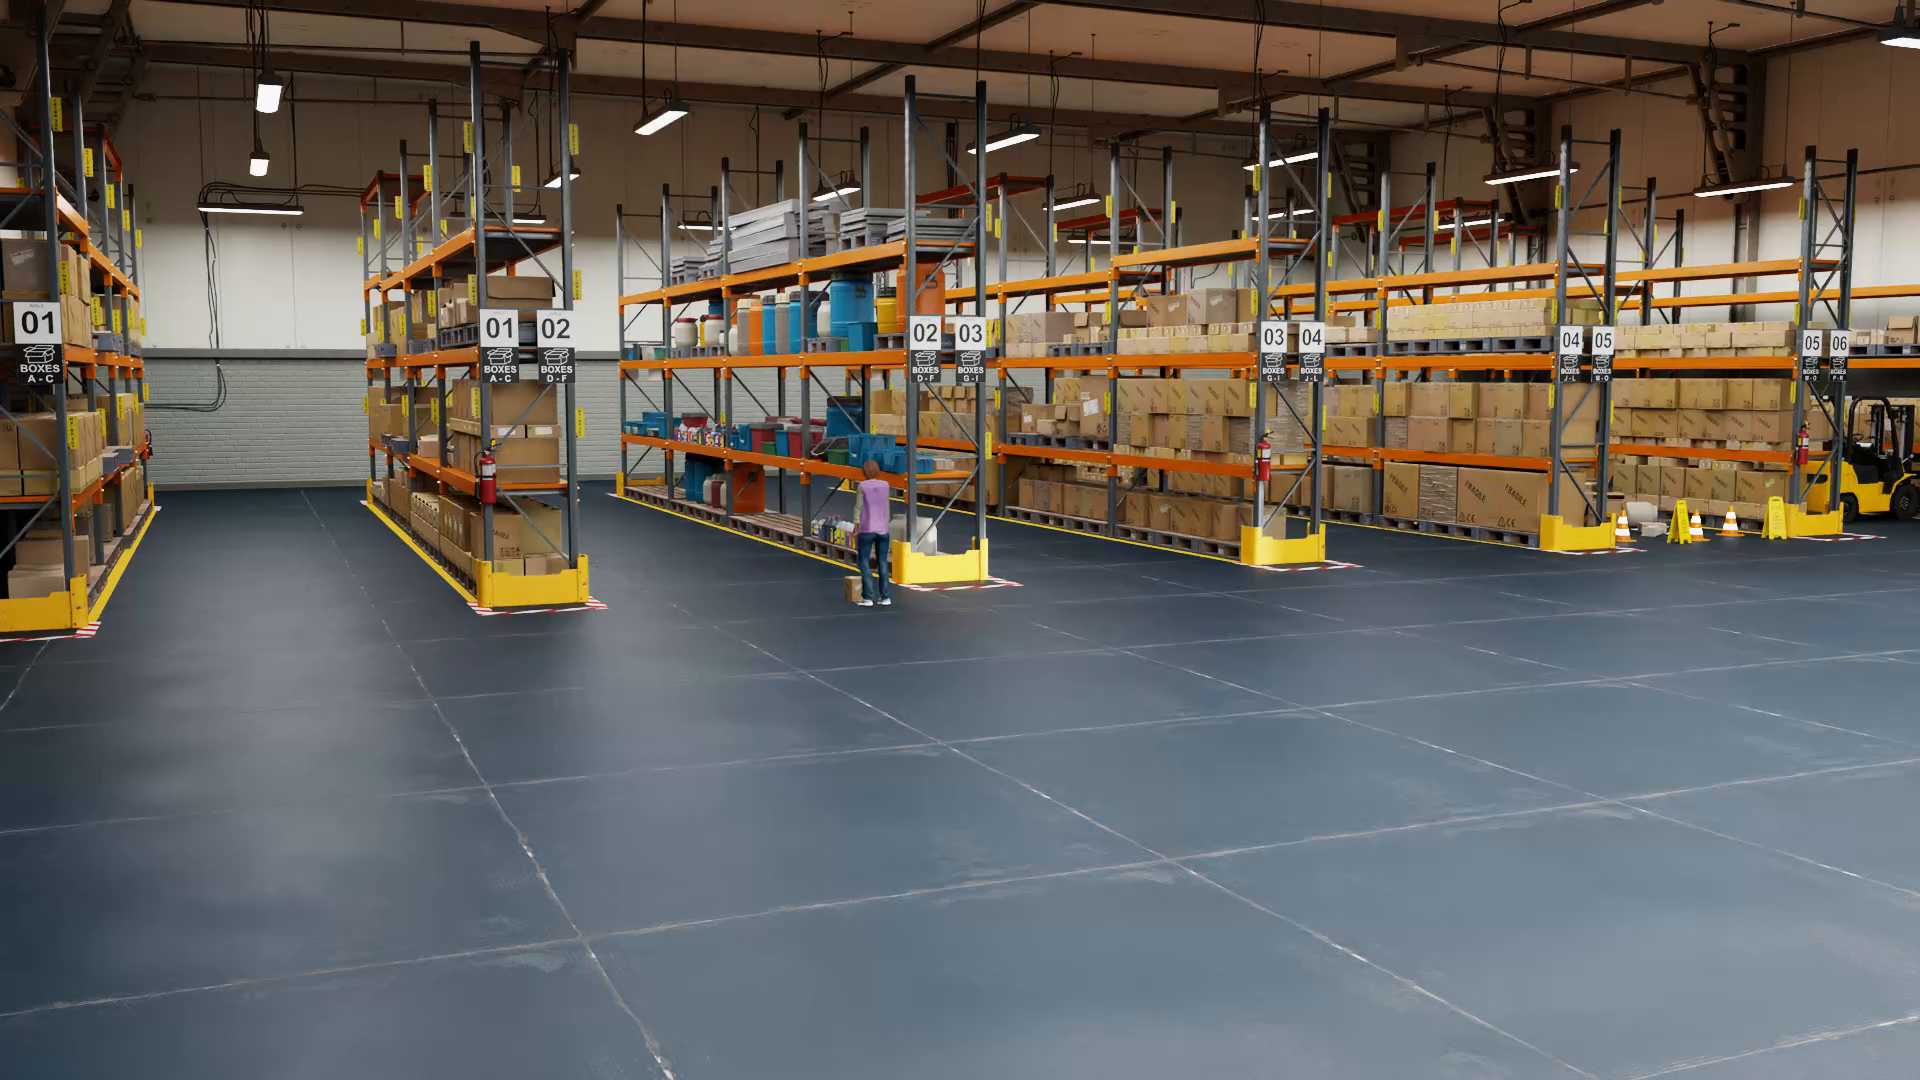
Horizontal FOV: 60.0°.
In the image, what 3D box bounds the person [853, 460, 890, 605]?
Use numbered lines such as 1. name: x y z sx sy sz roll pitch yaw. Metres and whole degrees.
1. person: -0.957 -0.064 18.041 0.412 1.571 0.316 -2 6 -22
